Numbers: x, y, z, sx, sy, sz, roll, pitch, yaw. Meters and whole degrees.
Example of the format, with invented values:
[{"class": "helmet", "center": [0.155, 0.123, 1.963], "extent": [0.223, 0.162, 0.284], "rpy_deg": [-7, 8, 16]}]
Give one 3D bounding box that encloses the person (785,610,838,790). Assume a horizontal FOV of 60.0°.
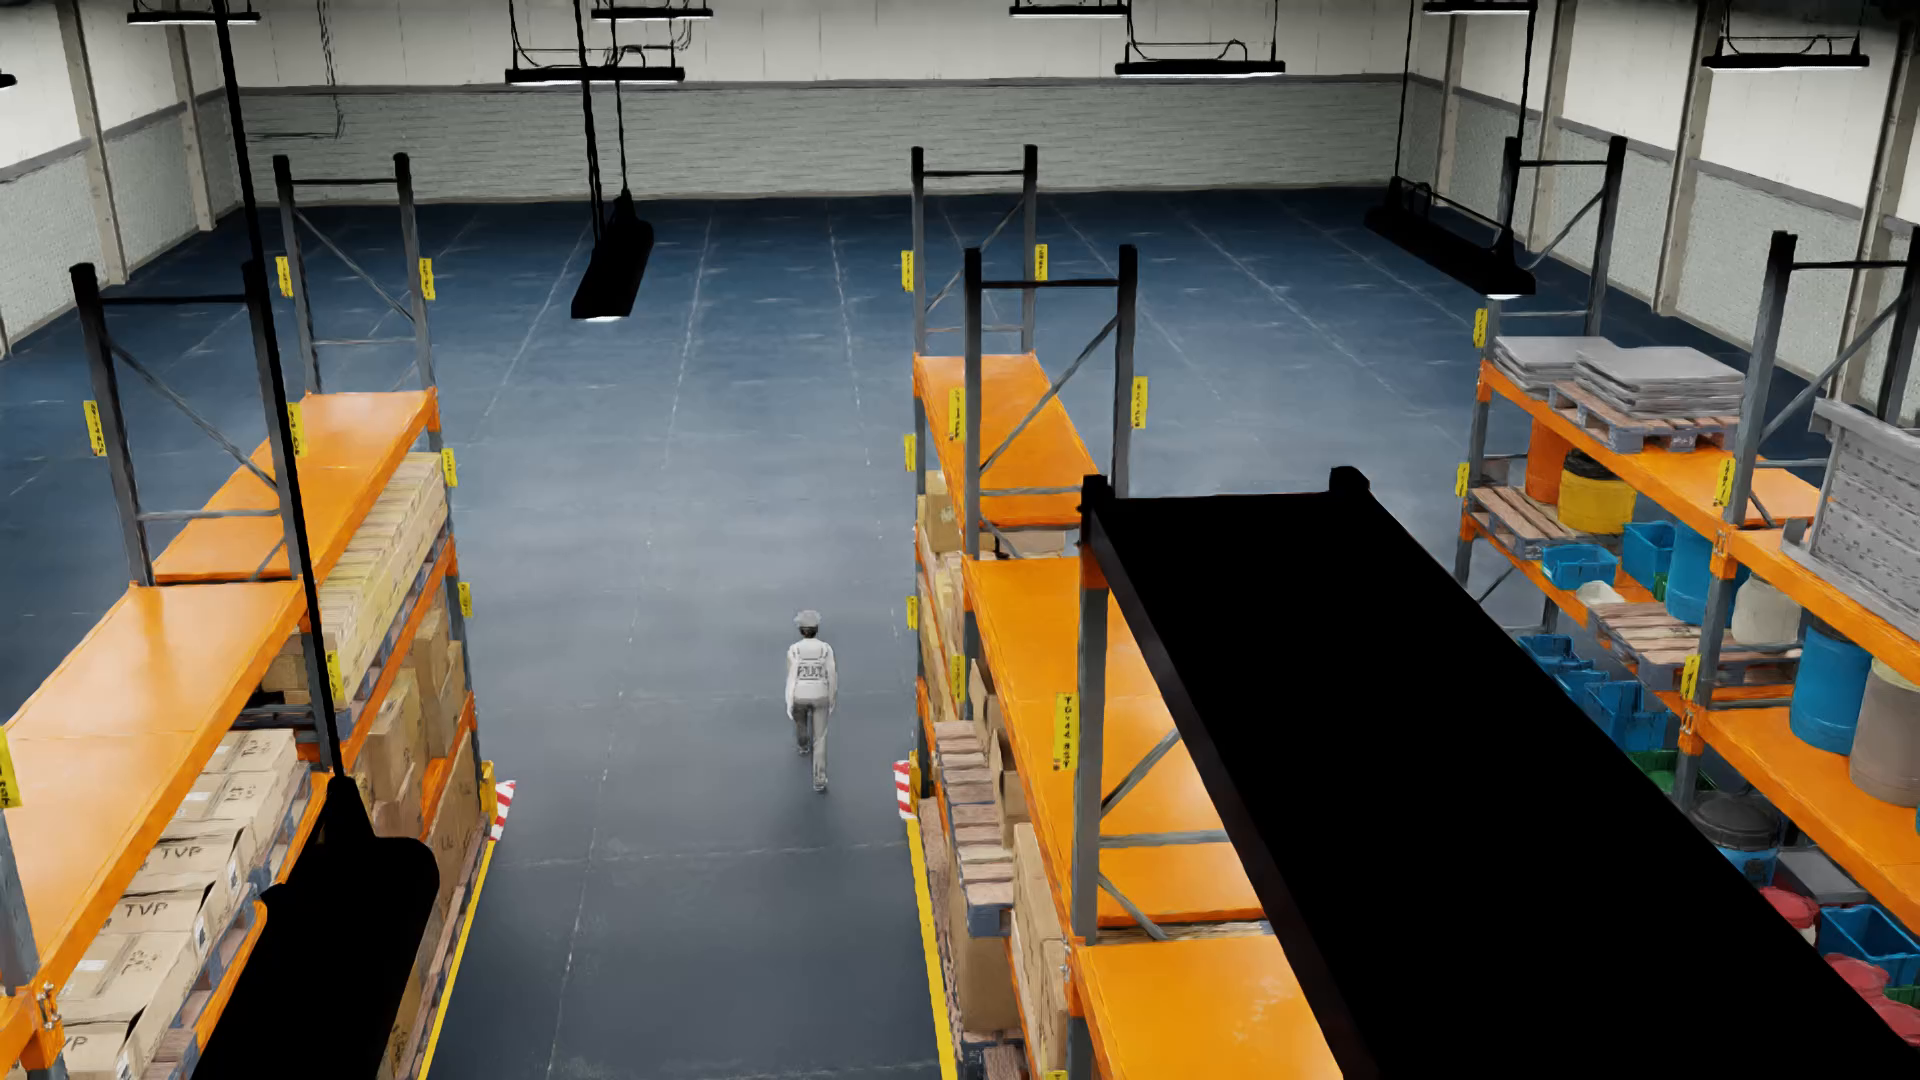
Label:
[{"class": "person", "center": [-1.402, 1.452, 15.768], "extent": [0.495, 1.587, 1.086], "rpy_deg": [-1, 22, -3]}]
